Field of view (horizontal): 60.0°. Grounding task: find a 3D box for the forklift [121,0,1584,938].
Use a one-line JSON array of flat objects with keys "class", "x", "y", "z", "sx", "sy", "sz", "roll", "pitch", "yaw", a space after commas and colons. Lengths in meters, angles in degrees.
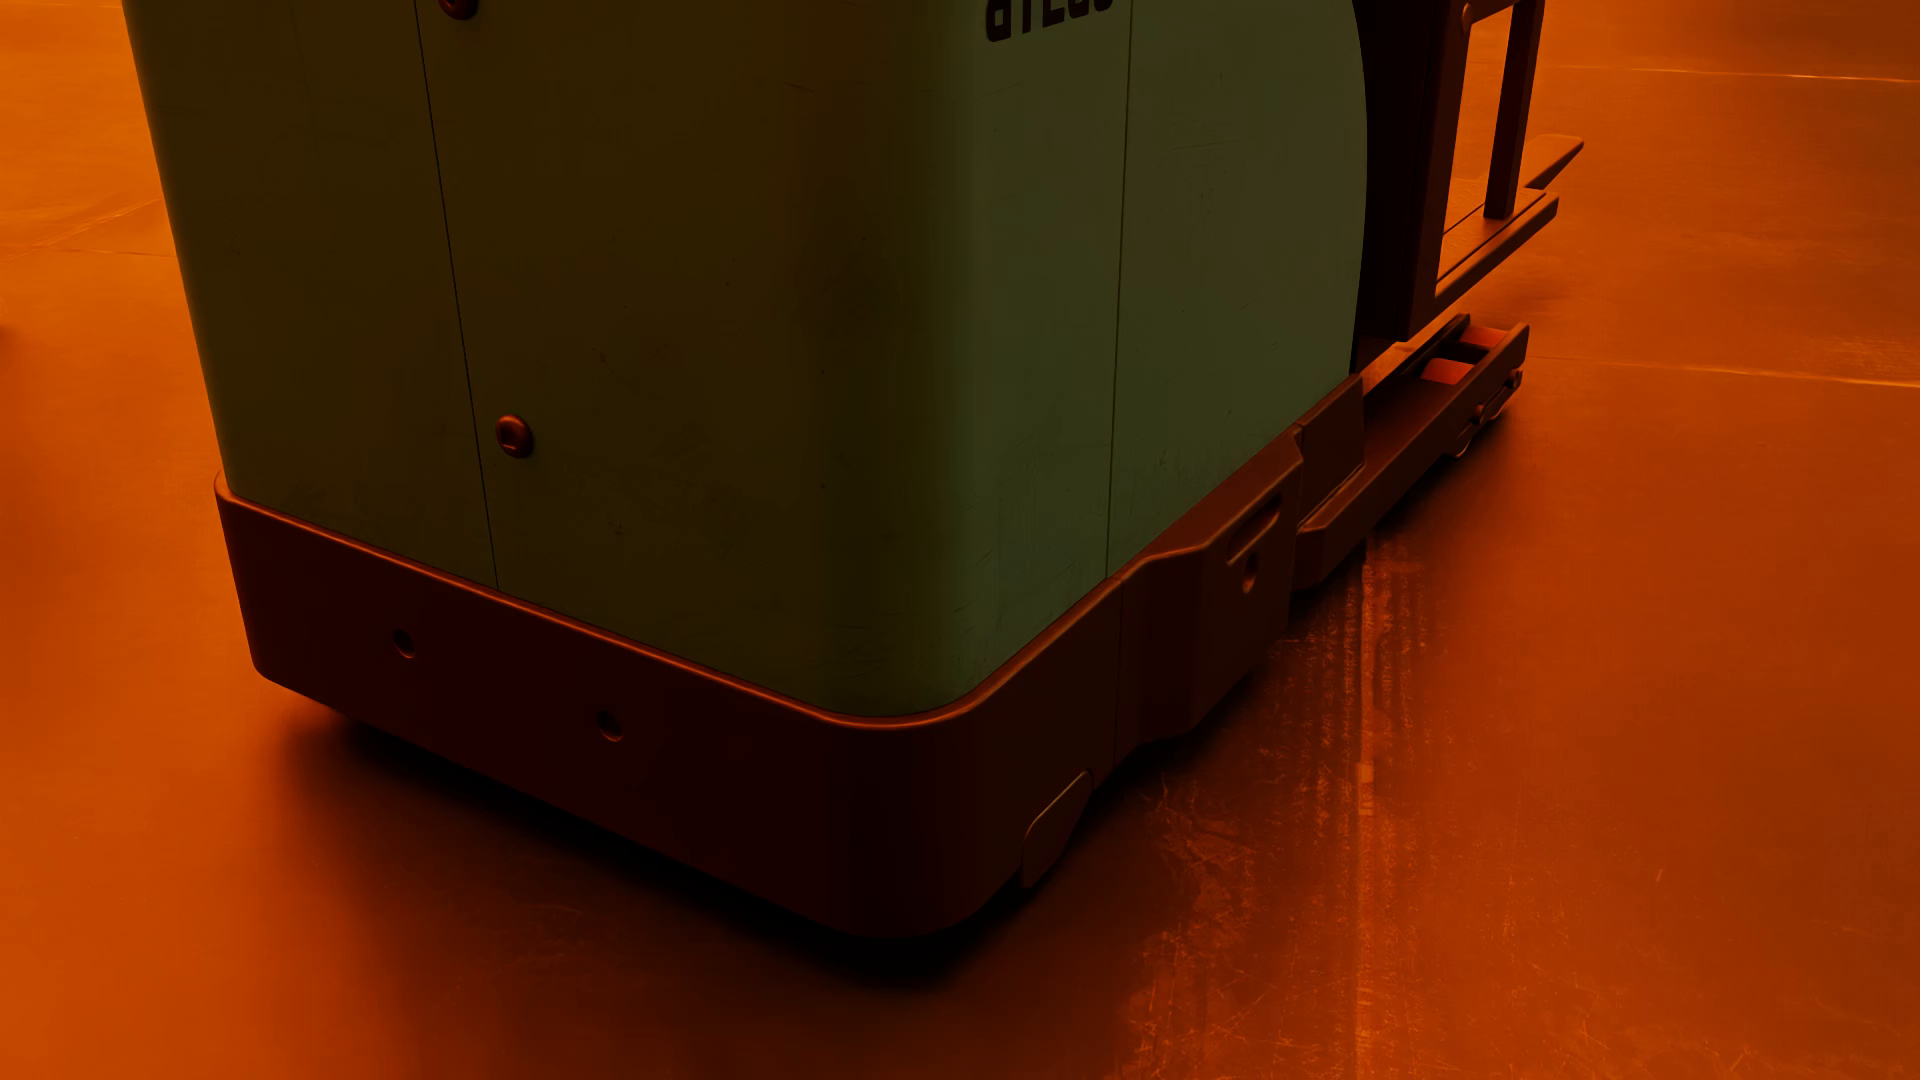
[{"class": "forklift", "x": 0.339, "y": -1.547, "z": 2.312, "sx": 1.130, "sy": 2.935, "sz": 3.031, "roll": 16, "pitch": 31, "yaw": 29}]
